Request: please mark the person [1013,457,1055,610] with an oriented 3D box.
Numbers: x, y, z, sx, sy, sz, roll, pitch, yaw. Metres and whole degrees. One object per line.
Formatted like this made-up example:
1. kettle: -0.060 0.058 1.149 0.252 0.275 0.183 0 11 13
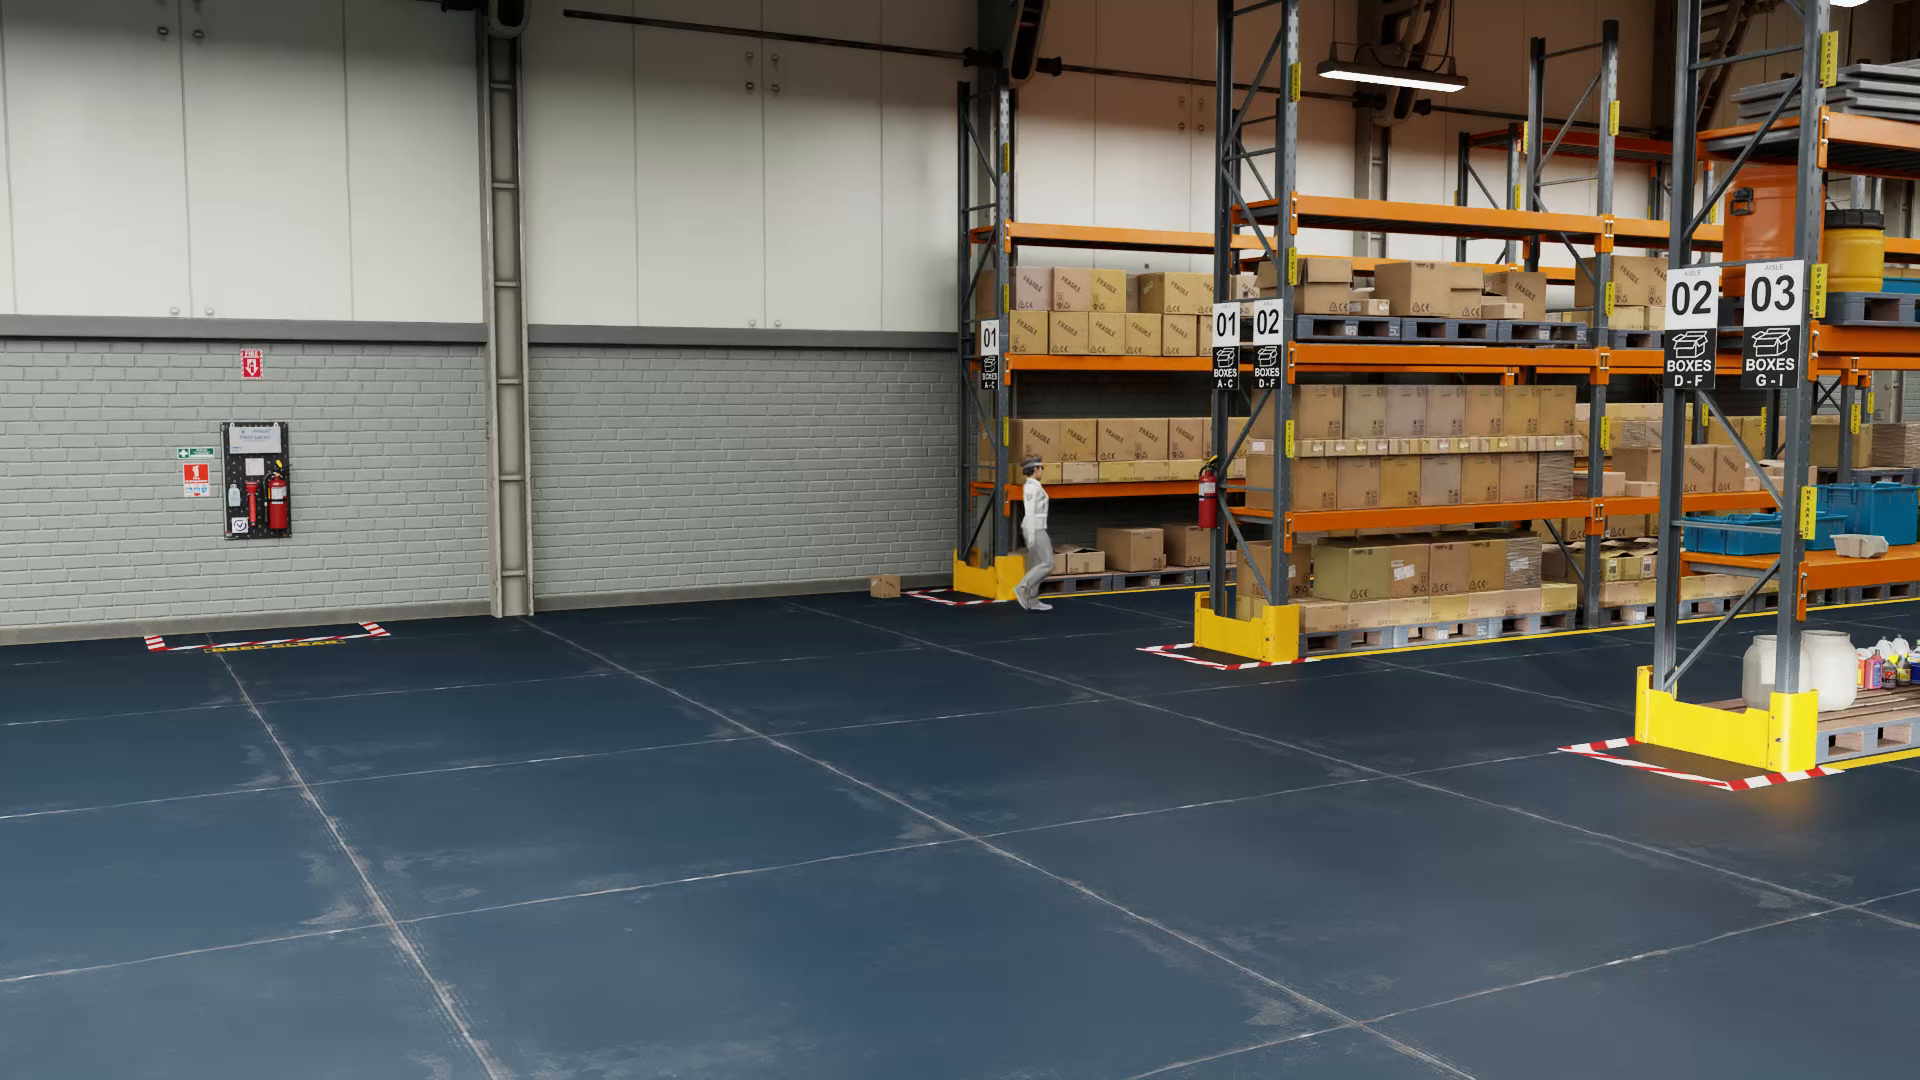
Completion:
1. person: 0.790 -0.071 18.043 0.453 1.652 0.504 0 5 -2
